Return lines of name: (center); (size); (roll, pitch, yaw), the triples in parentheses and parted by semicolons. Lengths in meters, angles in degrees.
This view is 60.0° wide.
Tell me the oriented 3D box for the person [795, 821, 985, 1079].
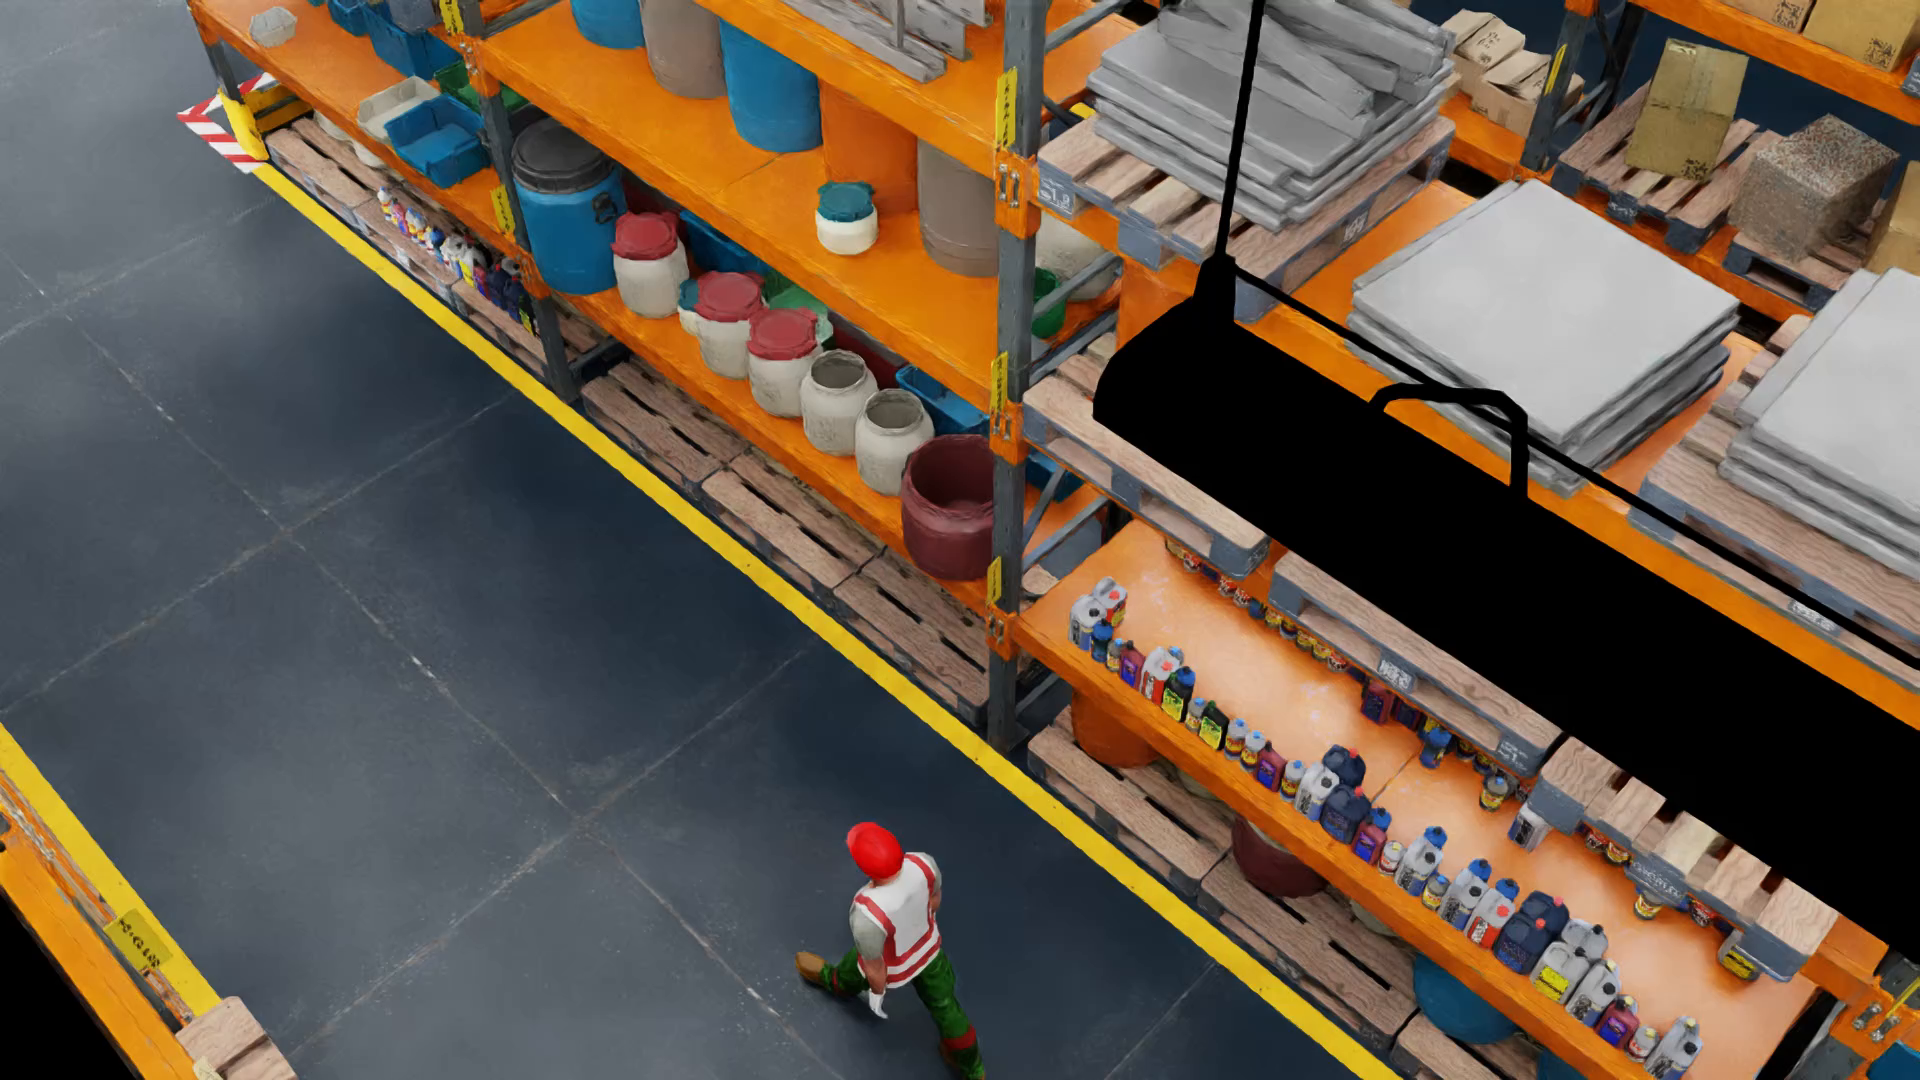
person: (-0.320, 1.845, 7.713); (0.553, 1.709, 1.123); (-36, 59, -26)
